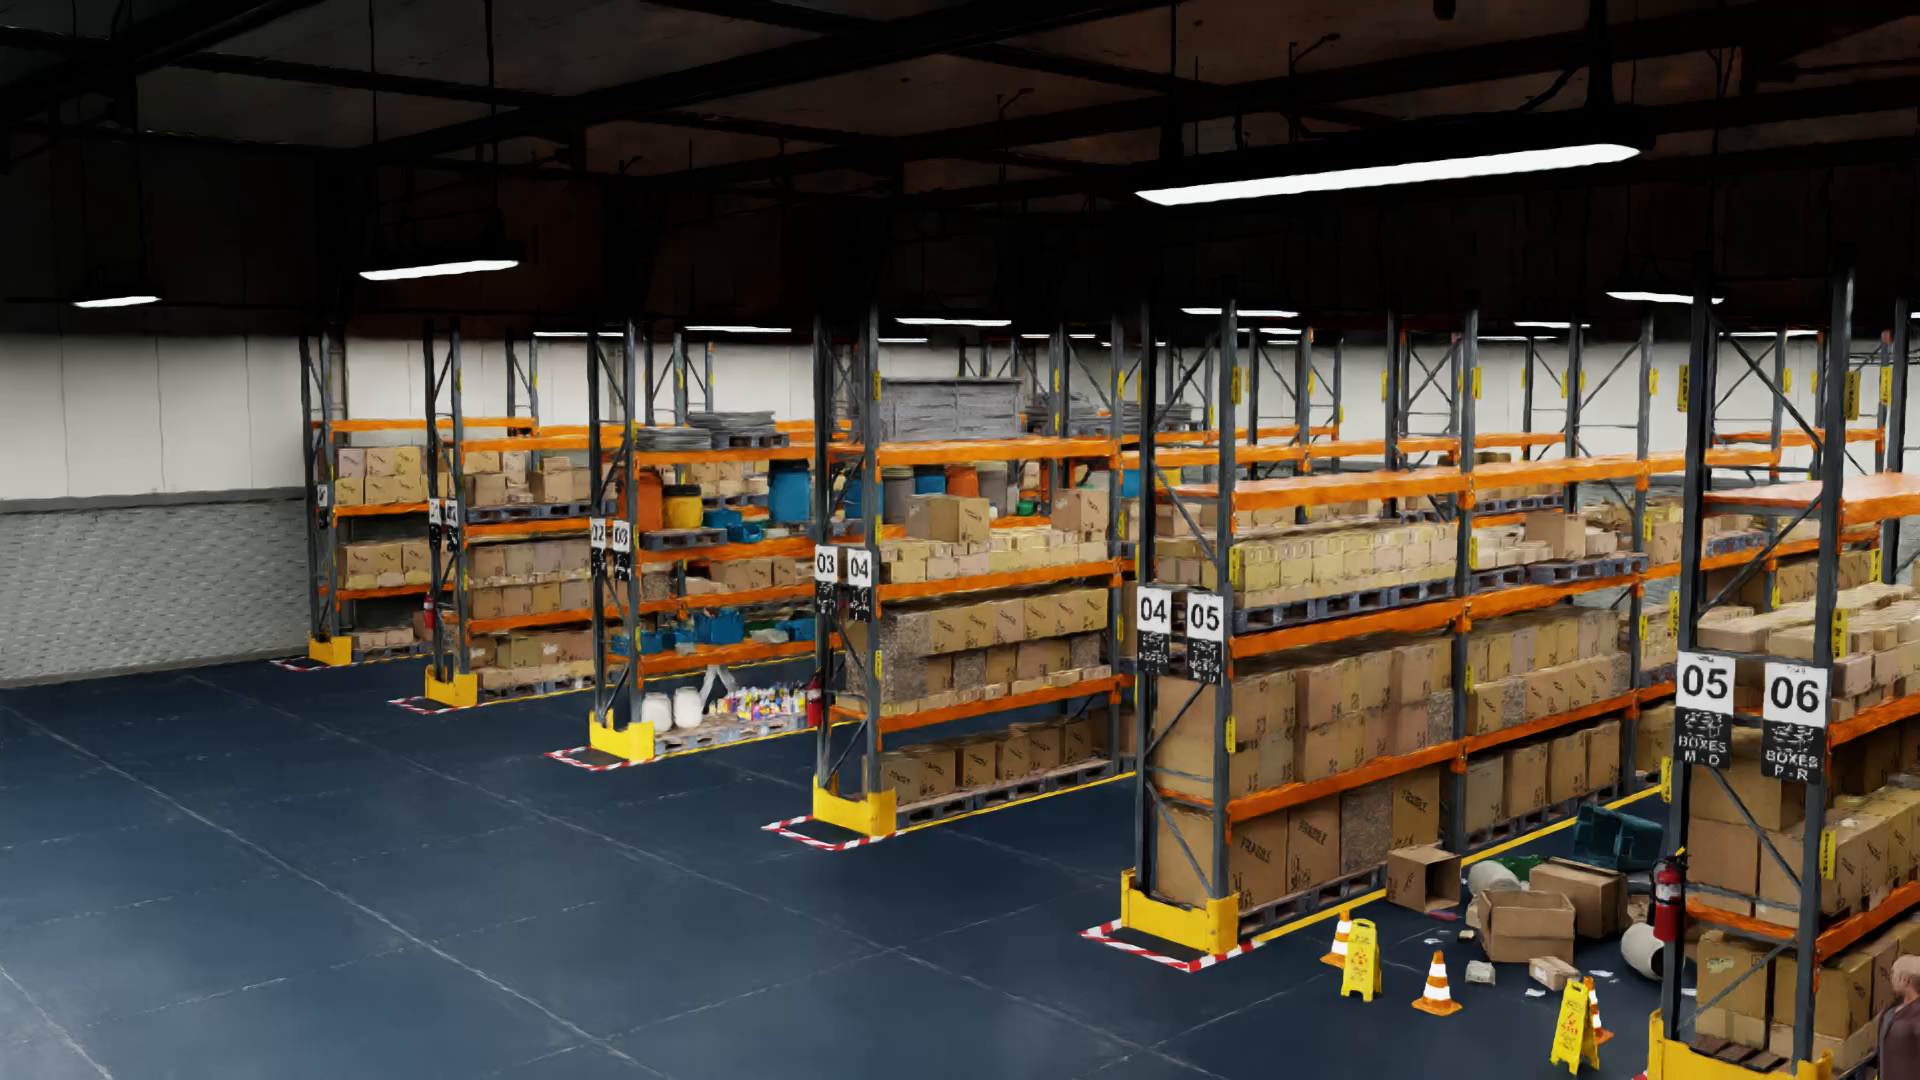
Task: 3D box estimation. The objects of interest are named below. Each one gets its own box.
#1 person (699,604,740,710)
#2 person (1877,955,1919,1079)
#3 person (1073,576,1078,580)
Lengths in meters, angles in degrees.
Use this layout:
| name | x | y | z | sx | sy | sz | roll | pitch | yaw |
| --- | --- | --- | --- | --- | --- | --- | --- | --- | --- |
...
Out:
| name | x | y | z | sx | sy | sz | roll | pitch | yaw |
| --- | --- | --- | --- | --- | --- | --- | --- | --- | --- |
| person | -3.802 | 1.774 | 25.596 | 1.110 | 1.590 | 0.446 | -5 | 8 | -40 |
| person | 5.530 | 3.301 | 9.643 | 0.457 | 1.773 | 0.676 | 2 | 6 | 15 |
| person | 3.007 | 0.279 | 40.153 | 0.733 | 1.656 | 0.560 | -1 | 6 | -7 |
